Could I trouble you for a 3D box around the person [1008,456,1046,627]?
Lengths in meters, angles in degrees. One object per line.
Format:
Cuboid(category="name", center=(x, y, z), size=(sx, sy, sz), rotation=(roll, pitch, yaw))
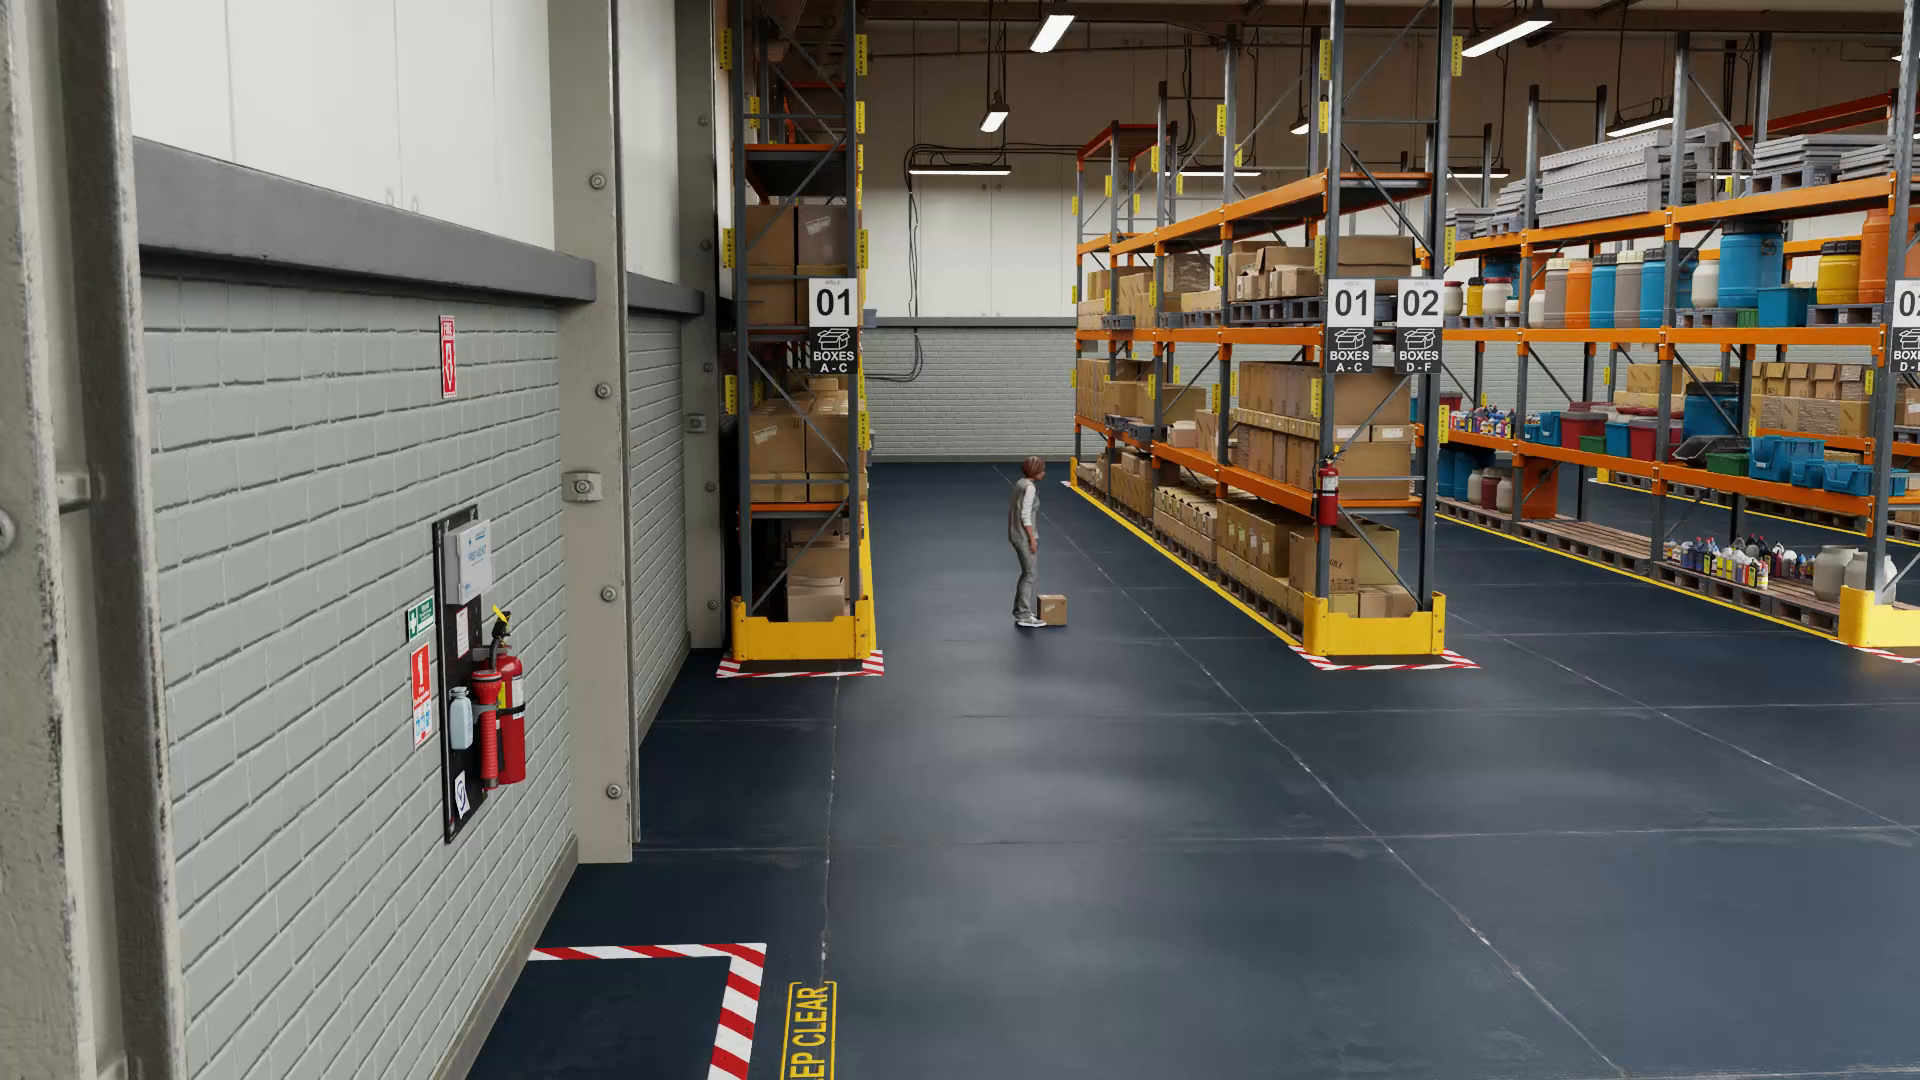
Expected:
Cuboid(category="person", center=(0.635, 0.005, 15.762), size=(0.344, 1.593, 0.463), rotation=(0, 7, -4))
